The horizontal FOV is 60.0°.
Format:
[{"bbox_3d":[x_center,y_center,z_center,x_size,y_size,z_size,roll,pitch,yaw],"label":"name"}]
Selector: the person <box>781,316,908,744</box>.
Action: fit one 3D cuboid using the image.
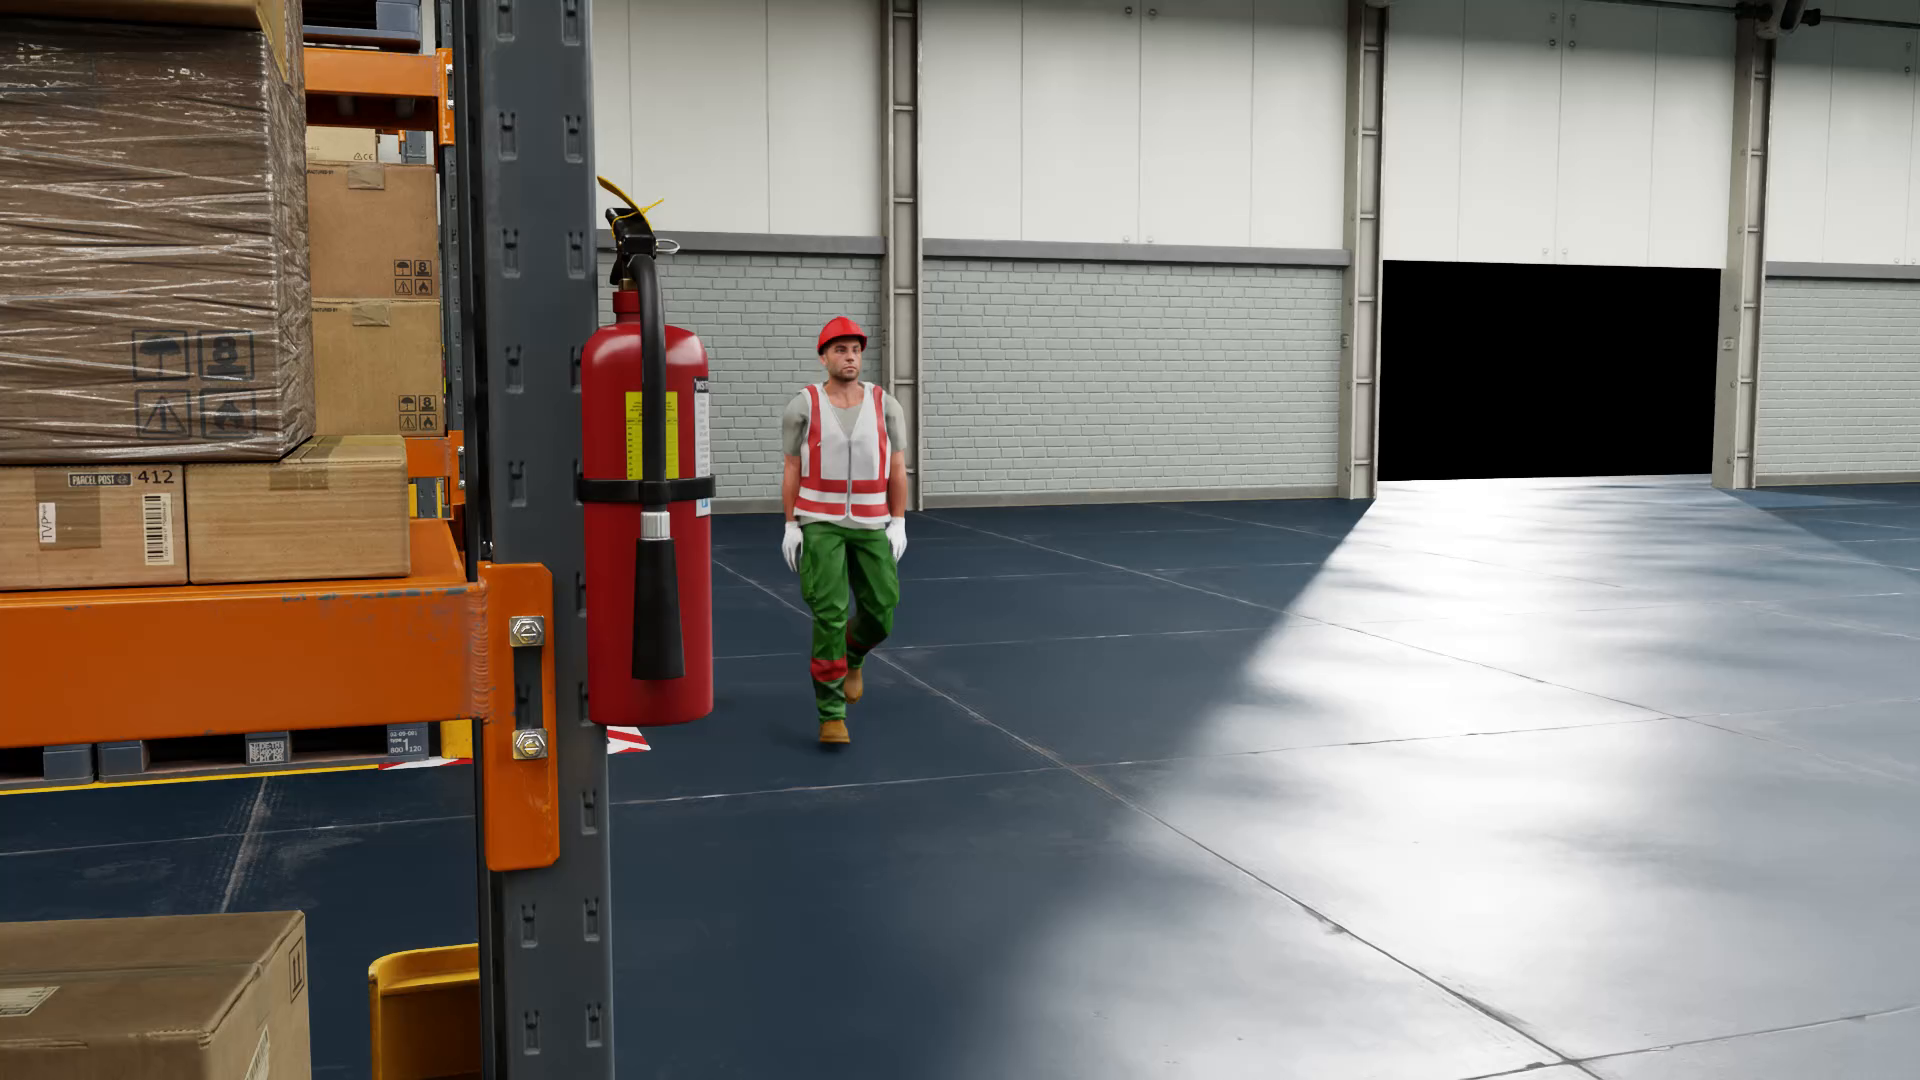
[{"bbox_3d":[-0.498,-0.060,7.094,0.542,1.769,0.750,-2,6,-15],"label":"person"}]
